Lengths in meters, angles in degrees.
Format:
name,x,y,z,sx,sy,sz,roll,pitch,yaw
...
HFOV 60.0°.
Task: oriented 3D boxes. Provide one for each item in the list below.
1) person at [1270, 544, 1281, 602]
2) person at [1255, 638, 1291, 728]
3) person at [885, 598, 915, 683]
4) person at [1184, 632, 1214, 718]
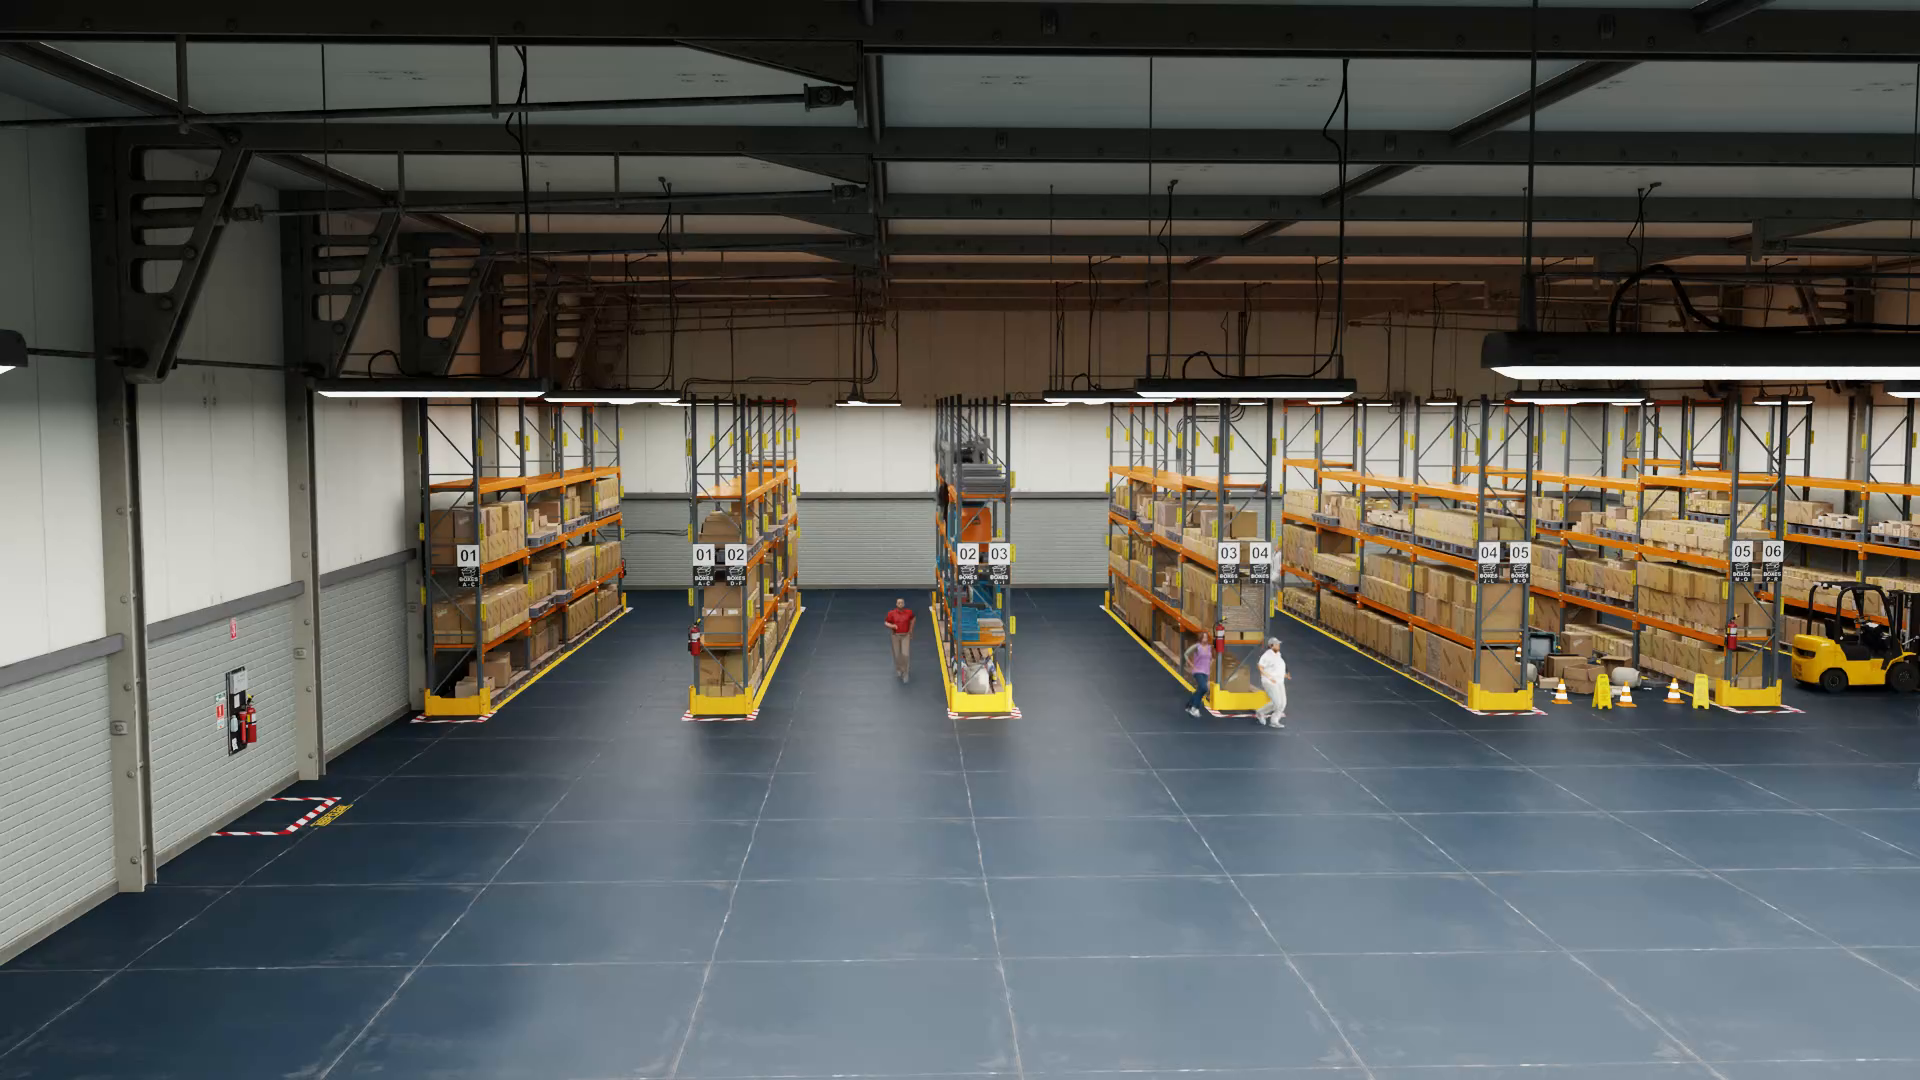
name,x,y,z,sx,sy,sz,roll,pitch,yaw
person,9.288,1.014,48.874,0.680,1.825,0.769,-1,5,-16
person,5.621,2.560,29.905,0.560,1.624,0.632,4,6,40
person,-1.271,2.117,35.128,0.640,1.799,0.801,0,4,-1
person,4.482,2.503,30.943,0.565,1.601,0.574,-3,5,-33
